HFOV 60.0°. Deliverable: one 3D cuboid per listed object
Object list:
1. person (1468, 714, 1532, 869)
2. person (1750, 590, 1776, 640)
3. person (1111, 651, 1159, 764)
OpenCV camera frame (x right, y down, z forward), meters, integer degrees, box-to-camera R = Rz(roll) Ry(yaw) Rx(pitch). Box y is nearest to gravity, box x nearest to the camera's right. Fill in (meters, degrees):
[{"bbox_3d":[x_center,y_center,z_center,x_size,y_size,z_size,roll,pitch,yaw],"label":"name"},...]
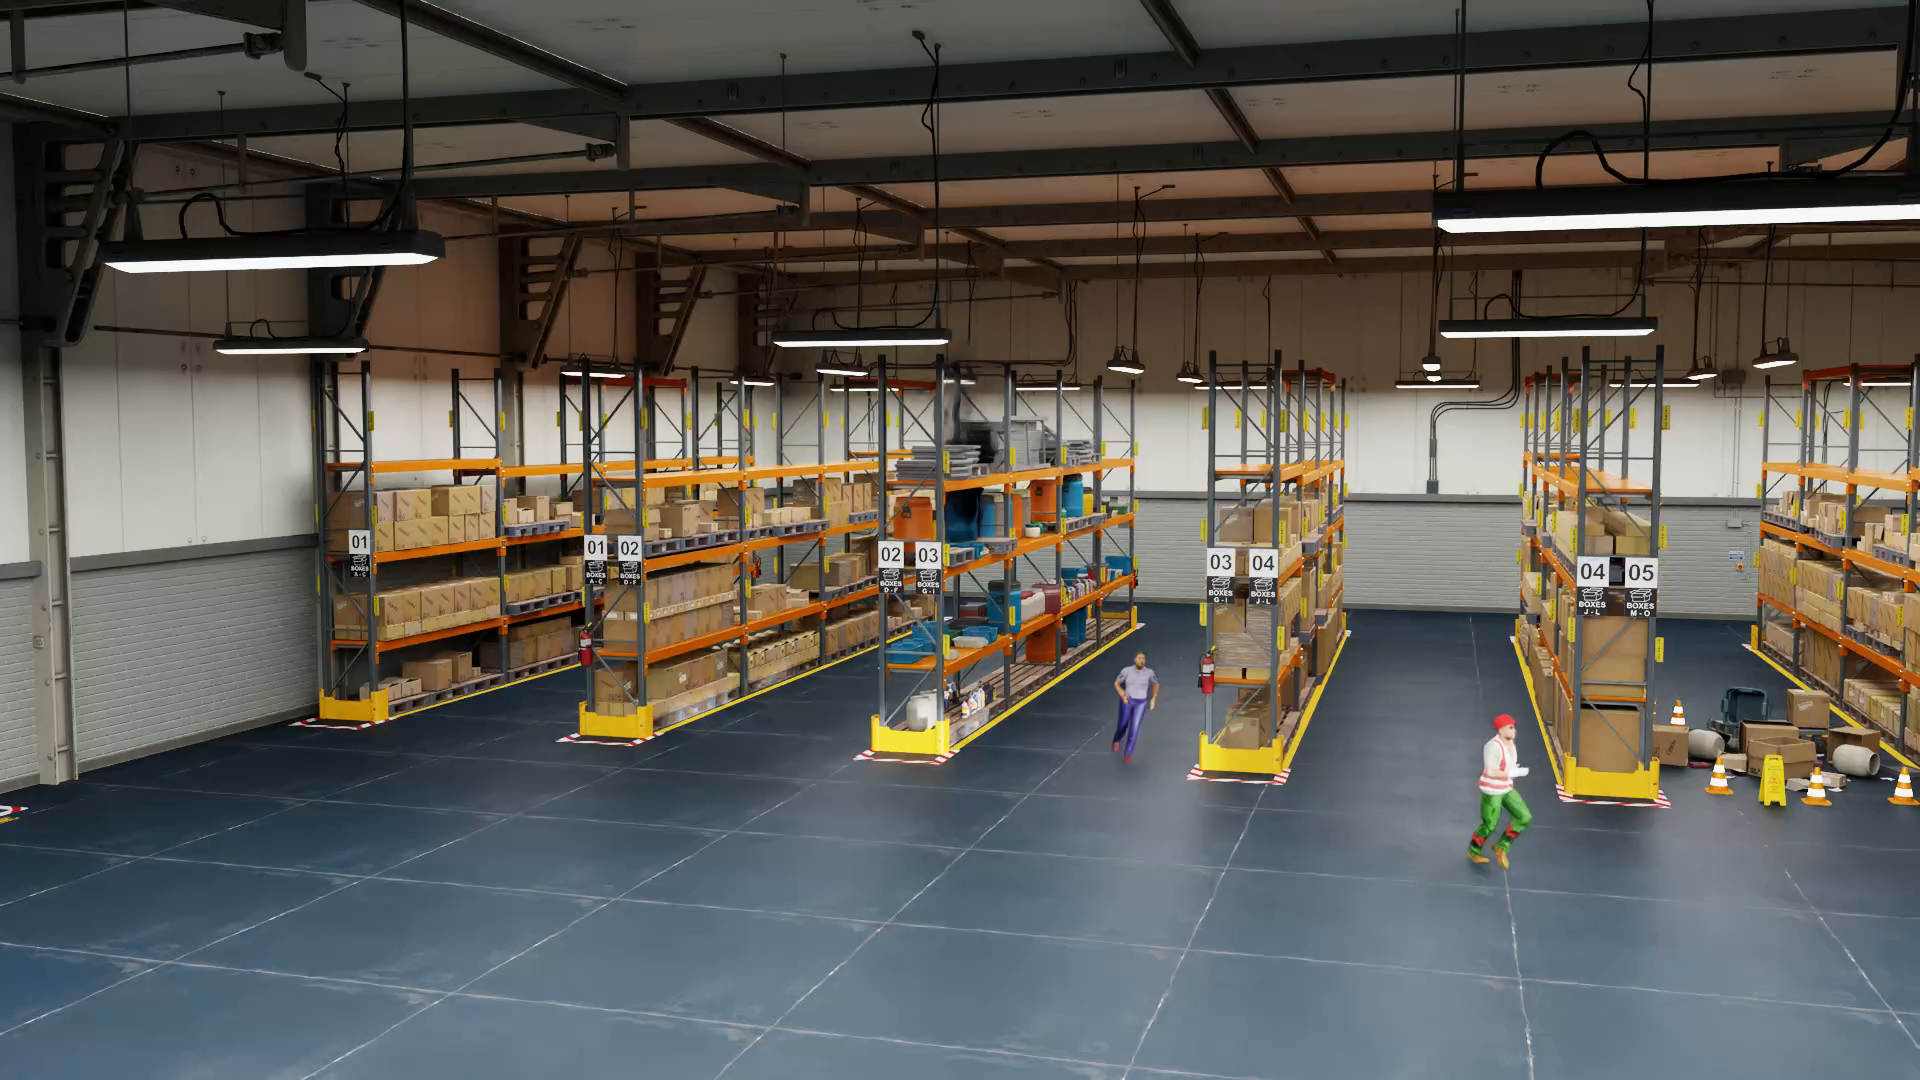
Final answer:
[{"bbox_3d":[5.999,2.786,18.459,0.697,1.739,0.805,-3,5,-39],"label":"person"},{"bbox_3d":[18.257,1.514,37.664,0.708,1.643,0.648,4,6,42],"label":"person"},{"bbox_3d":[2.602,2.447,24.616,0.696,1.625,0.752,0,4,3],"label":"person"}]
